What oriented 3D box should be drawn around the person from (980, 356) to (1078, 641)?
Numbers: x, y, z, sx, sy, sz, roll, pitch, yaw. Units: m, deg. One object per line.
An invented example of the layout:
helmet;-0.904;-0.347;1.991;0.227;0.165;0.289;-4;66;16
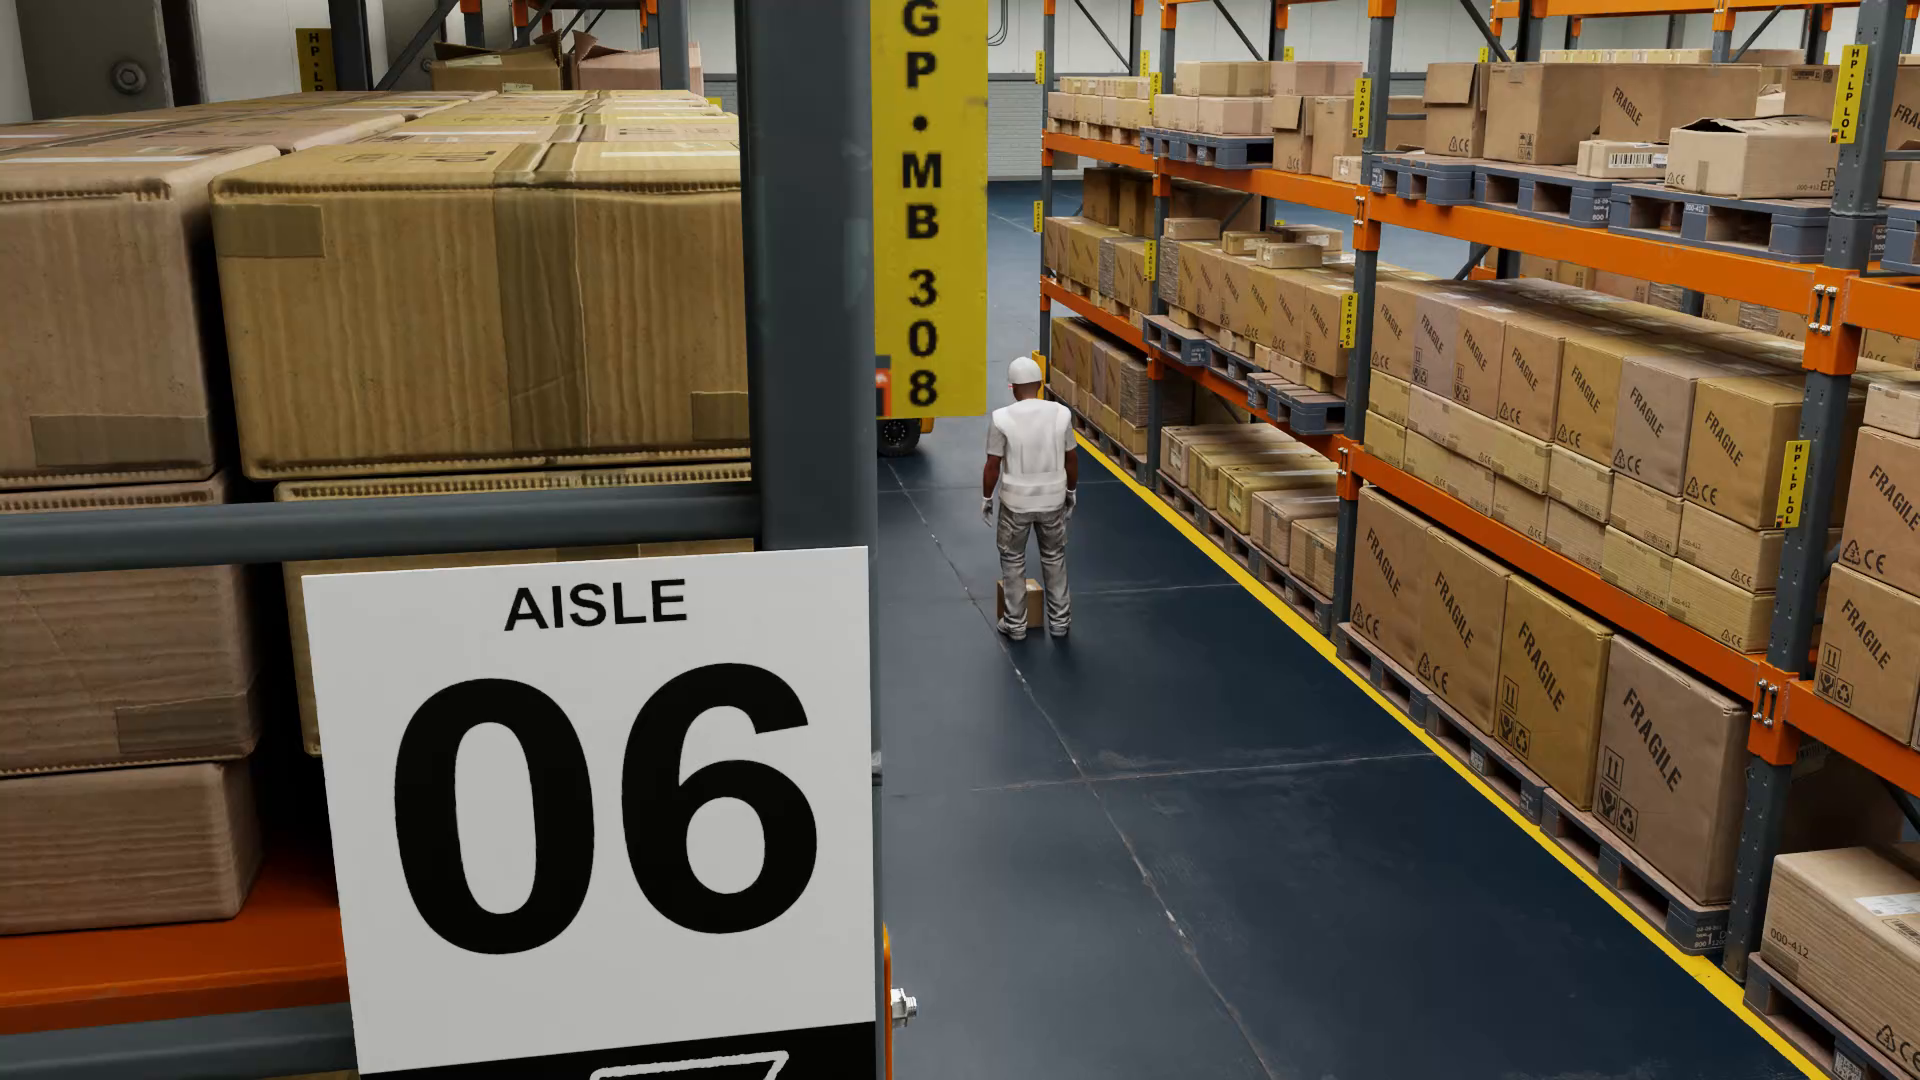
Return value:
person;0.435;-0.254;10.386;0.629;1.775;0.444;-4;17;-13
